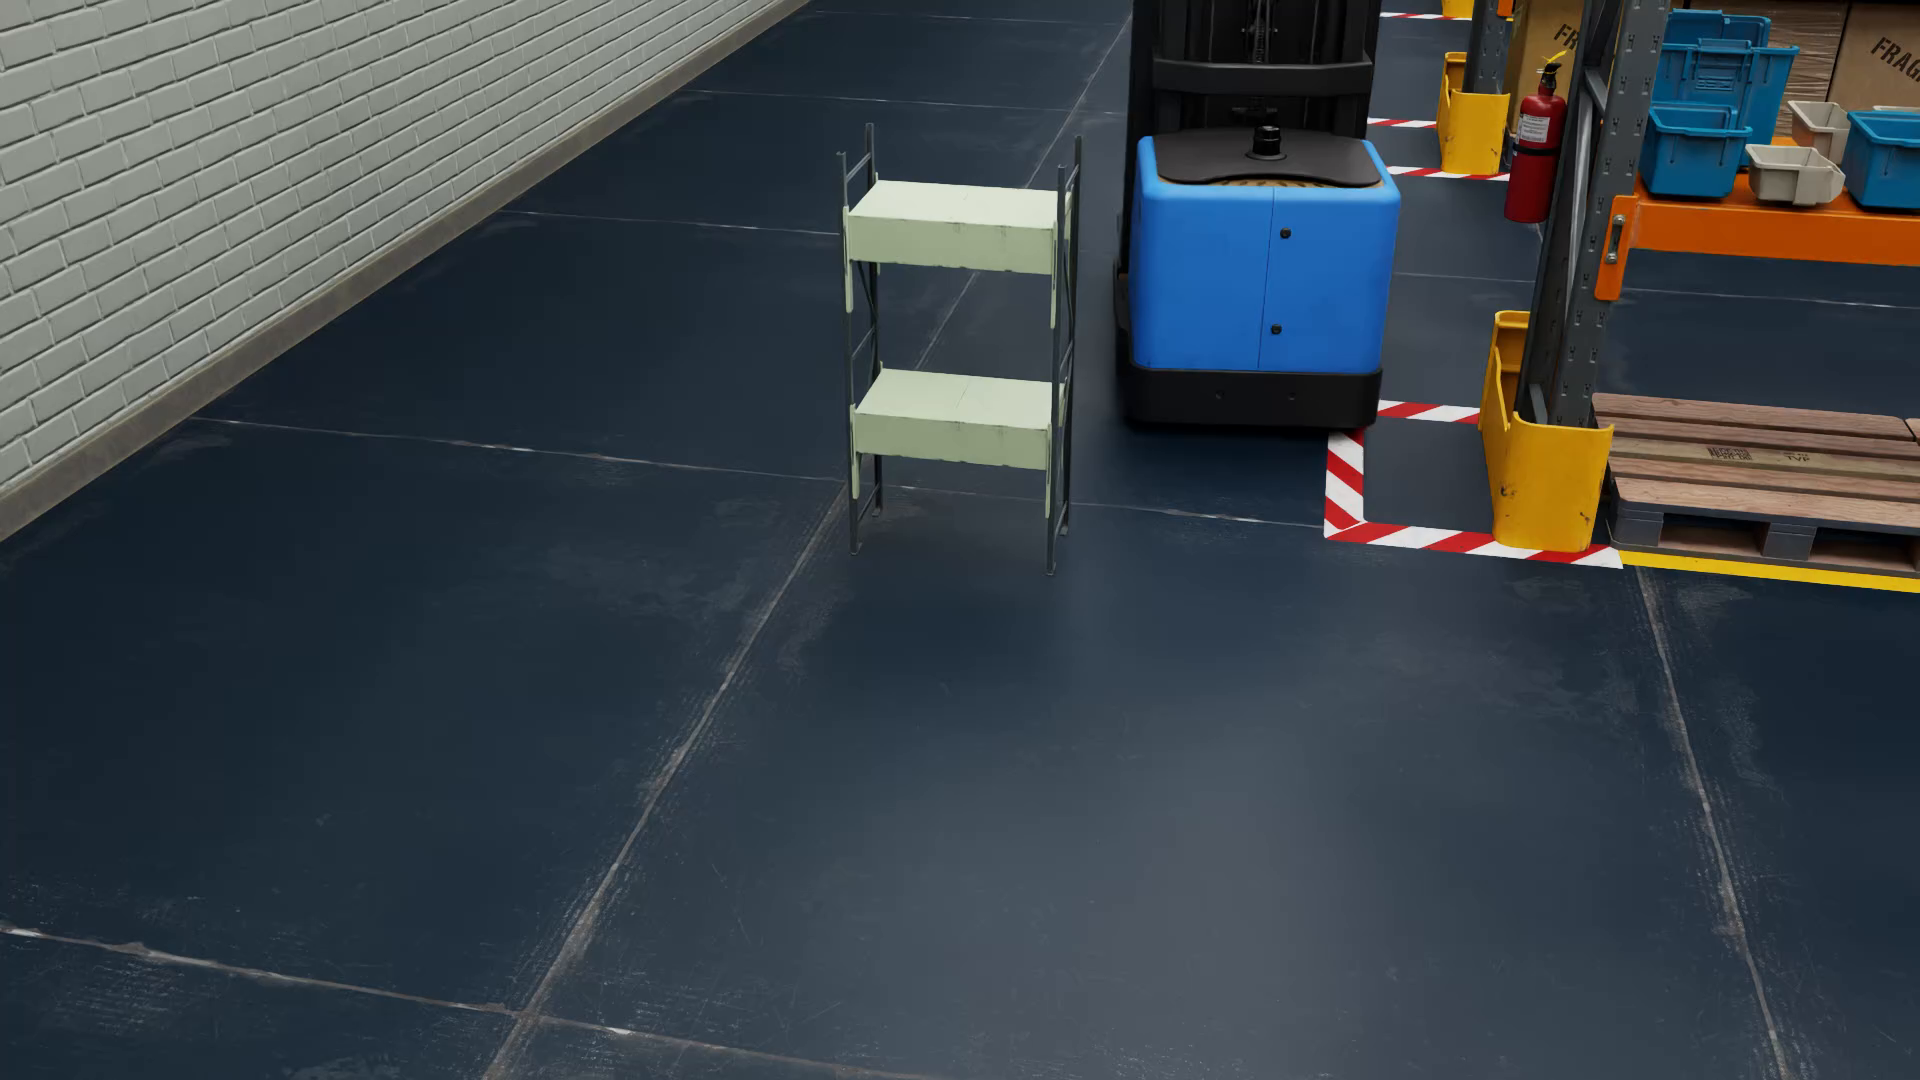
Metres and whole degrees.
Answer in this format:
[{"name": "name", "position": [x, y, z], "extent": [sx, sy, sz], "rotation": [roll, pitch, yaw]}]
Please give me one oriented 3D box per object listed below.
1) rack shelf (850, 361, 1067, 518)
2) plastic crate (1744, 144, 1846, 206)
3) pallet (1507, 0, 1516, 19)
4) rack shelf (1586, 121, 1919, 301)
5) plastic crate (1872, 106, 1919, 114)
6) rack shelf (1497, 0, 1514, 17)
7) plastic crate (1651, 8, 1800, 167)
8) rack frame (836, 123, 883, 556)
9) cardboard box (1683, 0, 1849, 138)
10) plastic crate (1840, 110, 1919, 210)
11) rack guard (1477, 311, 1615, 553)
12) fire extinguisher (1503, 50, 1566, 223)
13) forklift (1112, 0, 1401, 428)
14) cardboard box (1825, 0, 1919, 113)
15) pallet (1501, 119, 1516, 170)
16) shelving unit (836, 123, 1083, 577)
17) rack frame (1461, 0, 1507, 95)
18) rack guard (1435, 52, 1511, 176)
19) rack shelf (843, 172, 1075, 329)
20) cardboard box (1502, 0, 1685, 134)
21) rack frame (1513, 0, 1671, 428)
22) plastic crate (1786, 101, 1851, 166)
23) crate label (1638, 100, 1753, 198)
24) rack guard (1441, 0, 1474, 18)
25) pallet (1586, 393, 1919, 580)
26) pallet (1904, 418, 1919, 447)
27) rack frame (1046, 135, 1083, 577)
[{"name": "rack shelf", "position": [0.007, -0.371, 6.045], "extent": [0.720, 0.370, 0.431], "rotation": [6, 29, 11]}, {"name": "plastic crate", "position": [2.783, -1.216, 5.559], "extent": [0.298, 0.136, 0.250], "rotation": [6, 29, 11]}, {"name": "pallet", "position": [5.344, -4.872, 14.929], "extent": [1.213, 0.211, 1.003], "rotation": [6, 29, 11]}, {"name": "rack shelf", "position": [4.270, -1.040, 5.774], "extent": [4.000, 0.370, 1.077], "rotation": [6, 29, 11]}, {"name": "plastic crate", "position": [3.429, -1.434, 5.957], "extent": [0.243, 0.136, 0.396], "rotation": [6, 29, 11]}, {"name": "rack shelf", "position": [5.304, -3.366, 10.023], "extent": [4.000, 0.370, 1.077], "rotation": [6, 29, 11]}, {"name": "plastic crate", "position": [2.680, -1.652, 6.044], "extent": [0.499, 0.435, 0.616], "rotation": [6, 29, 11]}, {"name": "rack frame", "position": [-0.351, -0.694, 5.956], "extent": [0.023, 1.500, 0.400], "rotation": [6, 29, 11]}, {"name": "cardboard box", "position": [4.881, -3.016, 10.411], "extent": [0.875, 0.875, 0.875], "rotation": [6, 29, 11]}, {"name": "plastic crate", "position": [3.130, -1.263, 5.545], "extent": [0.300, 0.233, 0.416], "rotation": [6, 29, 11]}, {"name": "rack guard", "position": [2.288, -0.455, 6.561], "extent": [0.348, 0.500, 1.175], "rotation": [6, 29, 11]}, {"name": "fire extinguisher", "position": [2.261, -1.587, 6.493], "extent": [0.183, 0.674, 0.296], "rotation": [6, 29, 11]}, {"name": "forklift", "position": [1.327, -2.429, 7.635], "extent": [1.130, 2.935, 3.031], "rotation": [2, 29, 3]}, {"name": "cardboard box", "position": [5.751, -2.927, 10.248], "extent": [0.875, 0.875, 0.875], "rotation": [6, 29, 11]}, {"name": "pallet", "position": [4.146, -2.615, 10.807], "extent": [1.213, 0.211, 1.003], "rotation": [6, 29, 11]}, {"name": "shelving unit", "position": [0.007, -0.657, 5.889], "extent": [0.755, 1.500, 0.431], "rotation": [6, 29, 11]}, {"name": "rack frame", "position": [3.348, -3.882, 10.217], "extent": [0.127, 3.000, 1.000], "rotation": [6, 29, 11]}, {"name": "rack guard", "position": [3.325, -2.788, 10.821], "extent": [0.348, 0.500, 1.175], "rotation": [6, 29, 11]}, {"name": "rack shelf", "position": [0.007, -1.000, 5.701], "extent": [0.720, 0.370, 0.431], "rotation": [6, 29, 11]}, {"name": "cardboard box", "position": [3.991, -3.107, 10.577], "extent": [0.875, 0.875, 0.875], "rotation": [6, 29, 11]}, {"name": "rack frame", "position": [2.314, -1.556, 5.968], "extent": [0.127, 3.000, 1.000], "rotation": [6, 29, 11]}, {"name": "plastic crate", "position": [3.149, -1.470, 6.023], "extent": [0.243, 0.136, 0.396], "rotation": [6, 29, 11]}, {"name": "crate label", "position": [2.486, -1.329, 5.666], "extent": [0.303, 0.233, 0.416], "rotation": [6, 29, 11]}, {"name": "rack guard", "position": [4.557, -5.097, 15.039], "extent": [0.348, 0.500, 1.175], "rotation": [6, 29, 11]}, {"name": "pallet", "position": [3.112, -0.232, 6.453], "extent": [1.213, 0.211, 1.003], "rotation": [6, 29, 11]}, {"name": "pallet", "position": [4.302, -0.108, 6.228], "extent": [1.213, 0.211, 1.003], "rotation": [6, 29, 11]}, {"name": "rack frame", "position": [0.364, -0.620, 5.822], "extent": [0.023, 1.500, 0.400], "rotation": [6, 29, 11]}]
